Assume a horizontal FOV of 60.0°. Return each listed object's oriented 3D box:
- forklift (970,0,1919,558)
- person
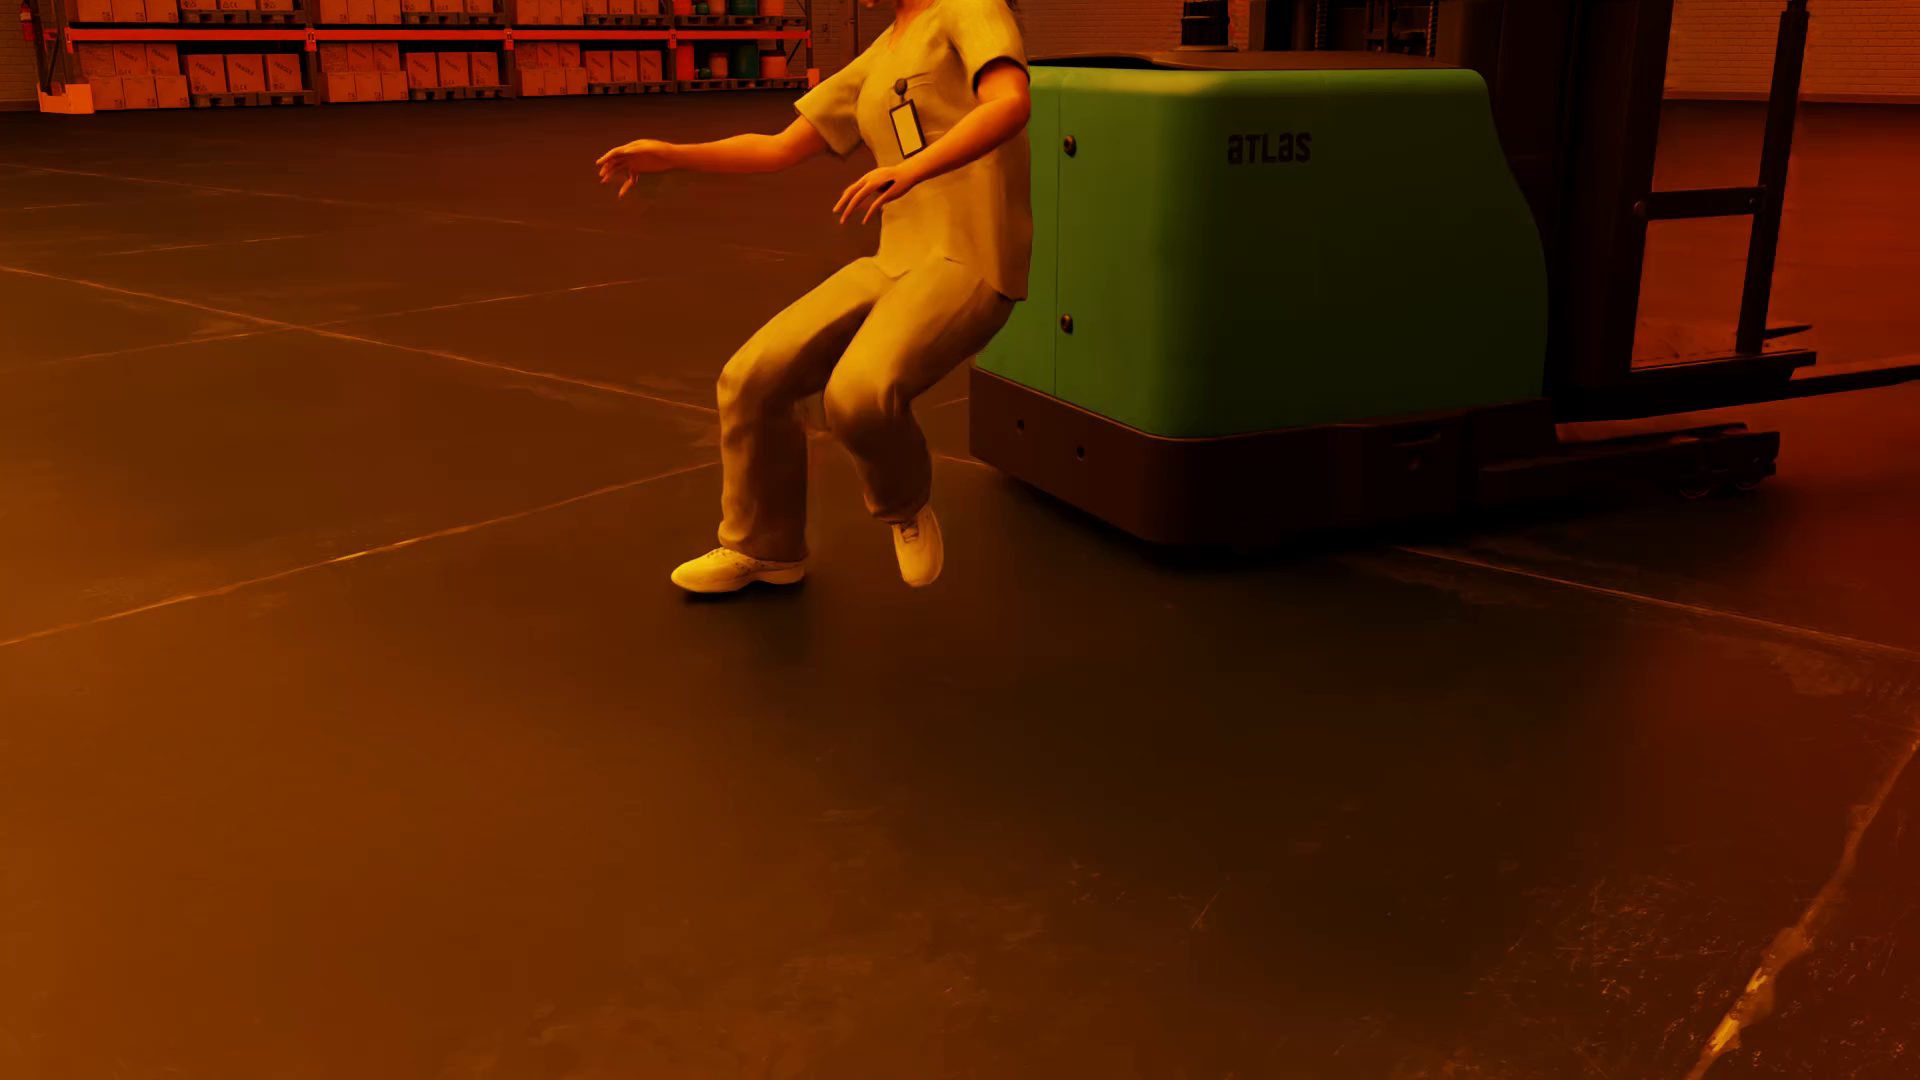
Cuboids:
[{"bbox_3d":[1.582,-1.636,4.287,3.031,2.935,1.130,-8,19,-25],"label":"forklift"},{"bbox_3d":[-0.245,-0.526,3.150,0.758,1.464,0.802,-11,20,-32],"label":"person"}]
